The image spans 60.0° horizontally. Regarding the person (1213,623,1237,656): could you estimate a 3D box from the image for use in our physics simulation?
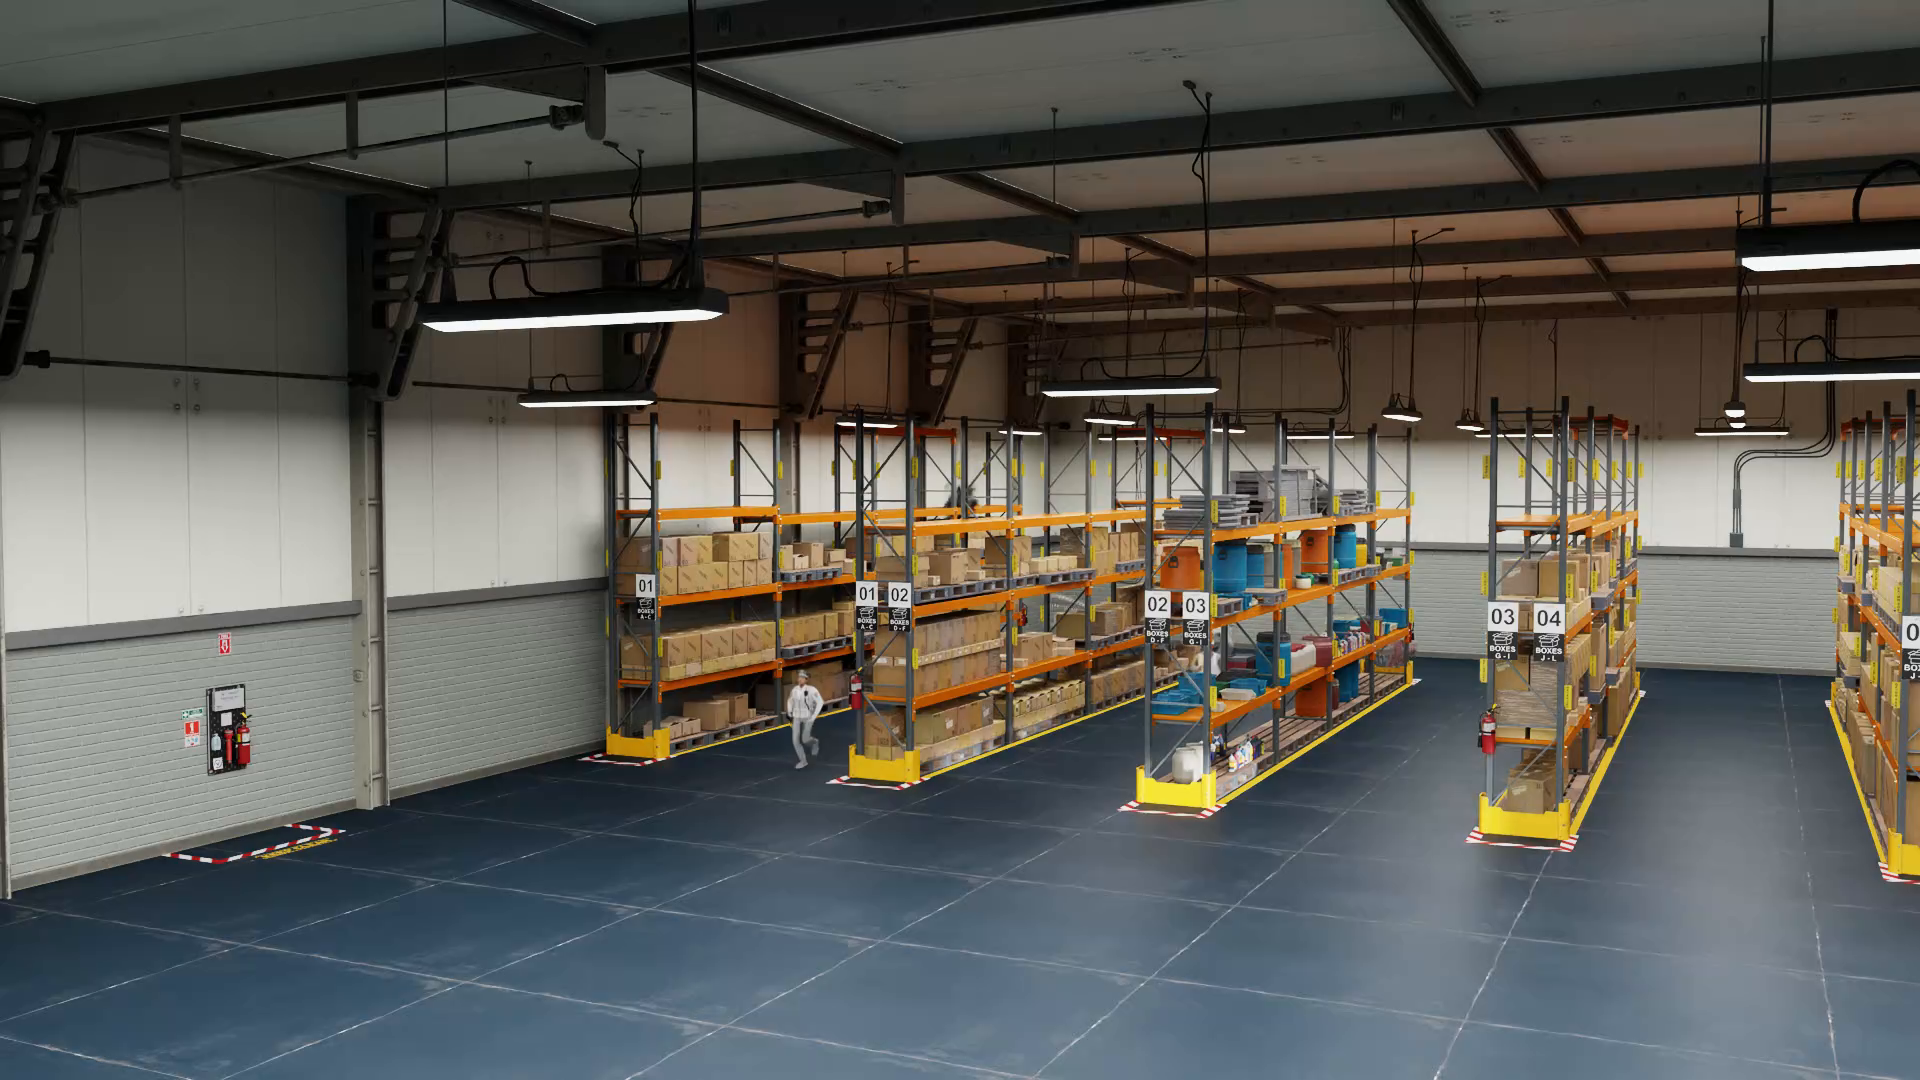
[{"bbox_3d":[6.646,2.354,42.124,0.693,1.824,0.746,2,3,38],"label":"person"}]

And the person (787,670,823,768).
[{"bbox_3d":[-2.631,3.004,28.069,0.662,1.657,0.548,1,3,19],"label":"person"}]

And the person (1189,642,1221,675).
[{"bbox_3d":[4.727,2.760,31.736,0.691,1.799,0.890,1,3,21],"label":"person"}]

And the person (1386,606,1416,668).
[{"bbox_3d":[10.836,2.445,40.925,0.780,1.651,0.604,2,3,40],"label":"person"}]
